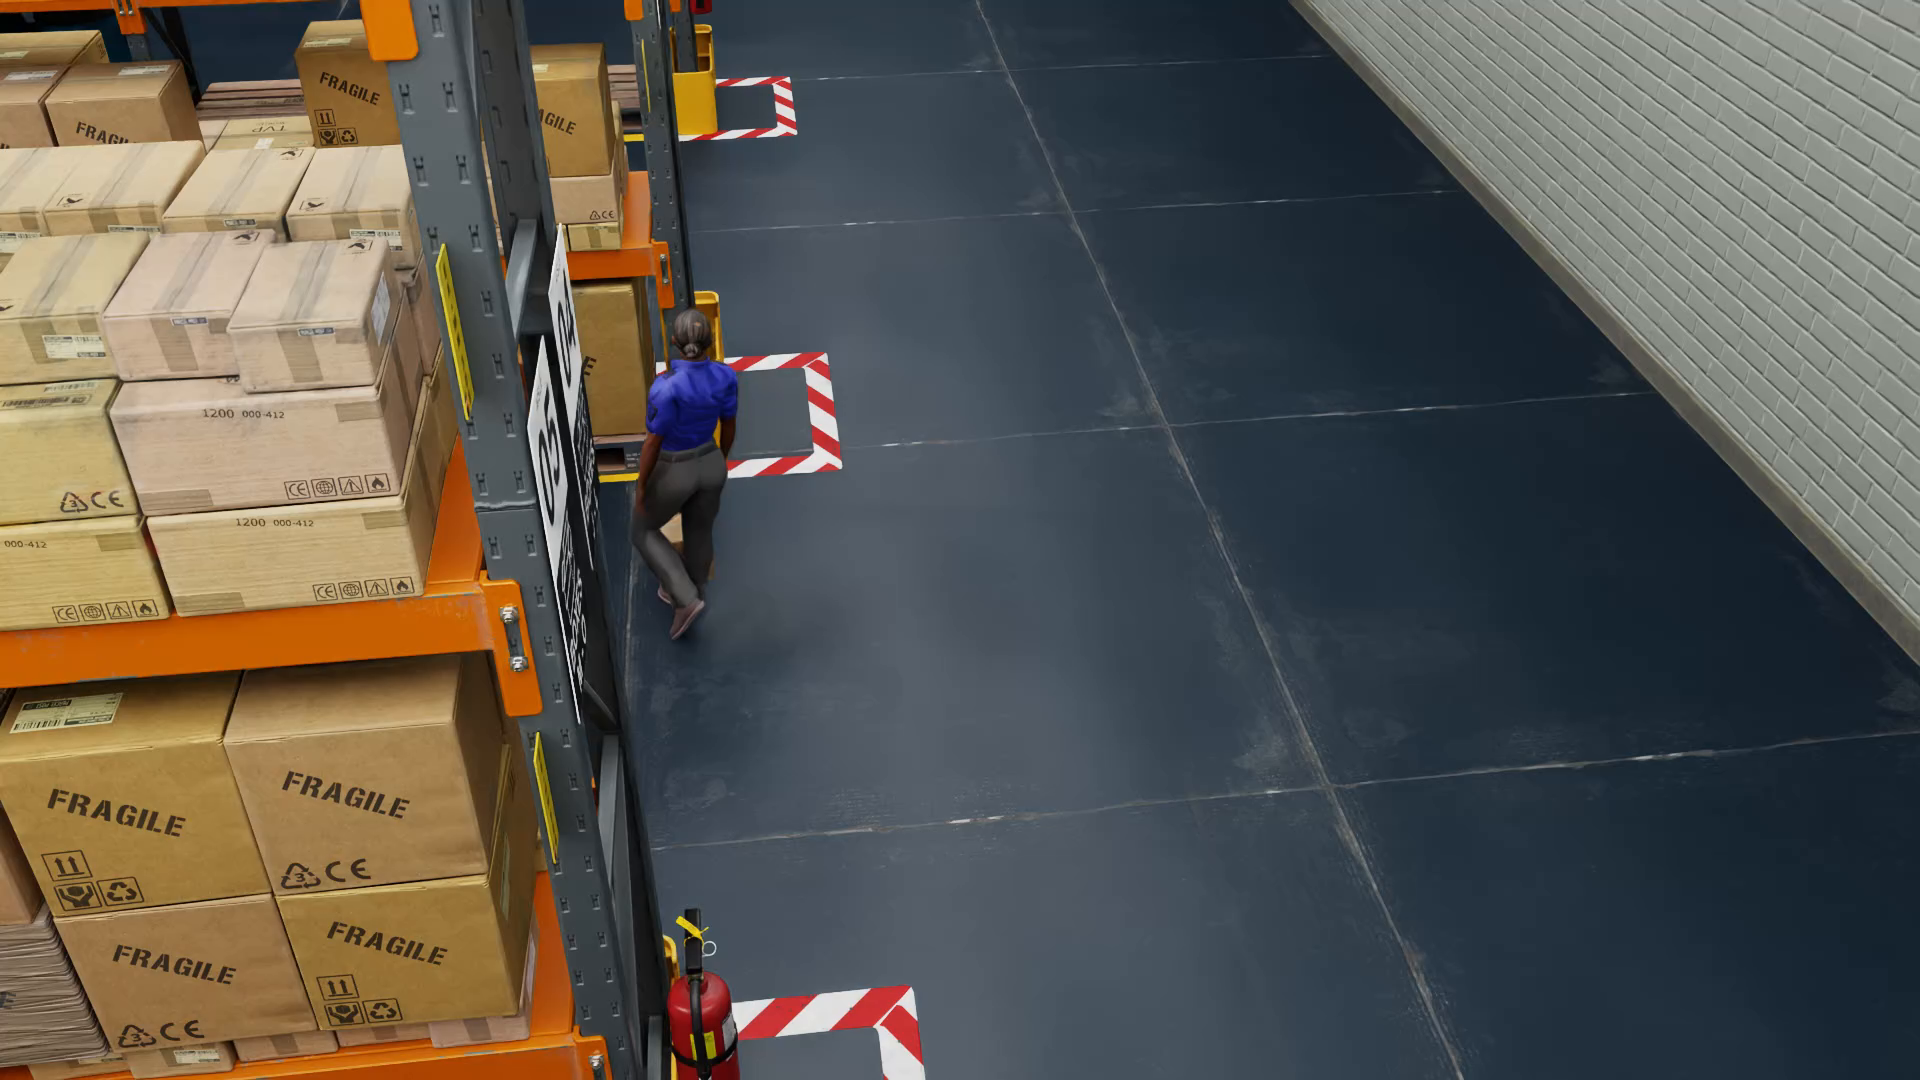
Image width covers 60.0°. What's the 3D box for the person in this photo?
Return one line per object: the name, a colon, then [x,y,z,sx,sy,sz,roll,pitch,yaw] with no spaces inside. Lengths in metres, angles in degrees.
person: [-1.280,-0.321,7.599,0.531,1.655,0.531,-25,42,-31]
